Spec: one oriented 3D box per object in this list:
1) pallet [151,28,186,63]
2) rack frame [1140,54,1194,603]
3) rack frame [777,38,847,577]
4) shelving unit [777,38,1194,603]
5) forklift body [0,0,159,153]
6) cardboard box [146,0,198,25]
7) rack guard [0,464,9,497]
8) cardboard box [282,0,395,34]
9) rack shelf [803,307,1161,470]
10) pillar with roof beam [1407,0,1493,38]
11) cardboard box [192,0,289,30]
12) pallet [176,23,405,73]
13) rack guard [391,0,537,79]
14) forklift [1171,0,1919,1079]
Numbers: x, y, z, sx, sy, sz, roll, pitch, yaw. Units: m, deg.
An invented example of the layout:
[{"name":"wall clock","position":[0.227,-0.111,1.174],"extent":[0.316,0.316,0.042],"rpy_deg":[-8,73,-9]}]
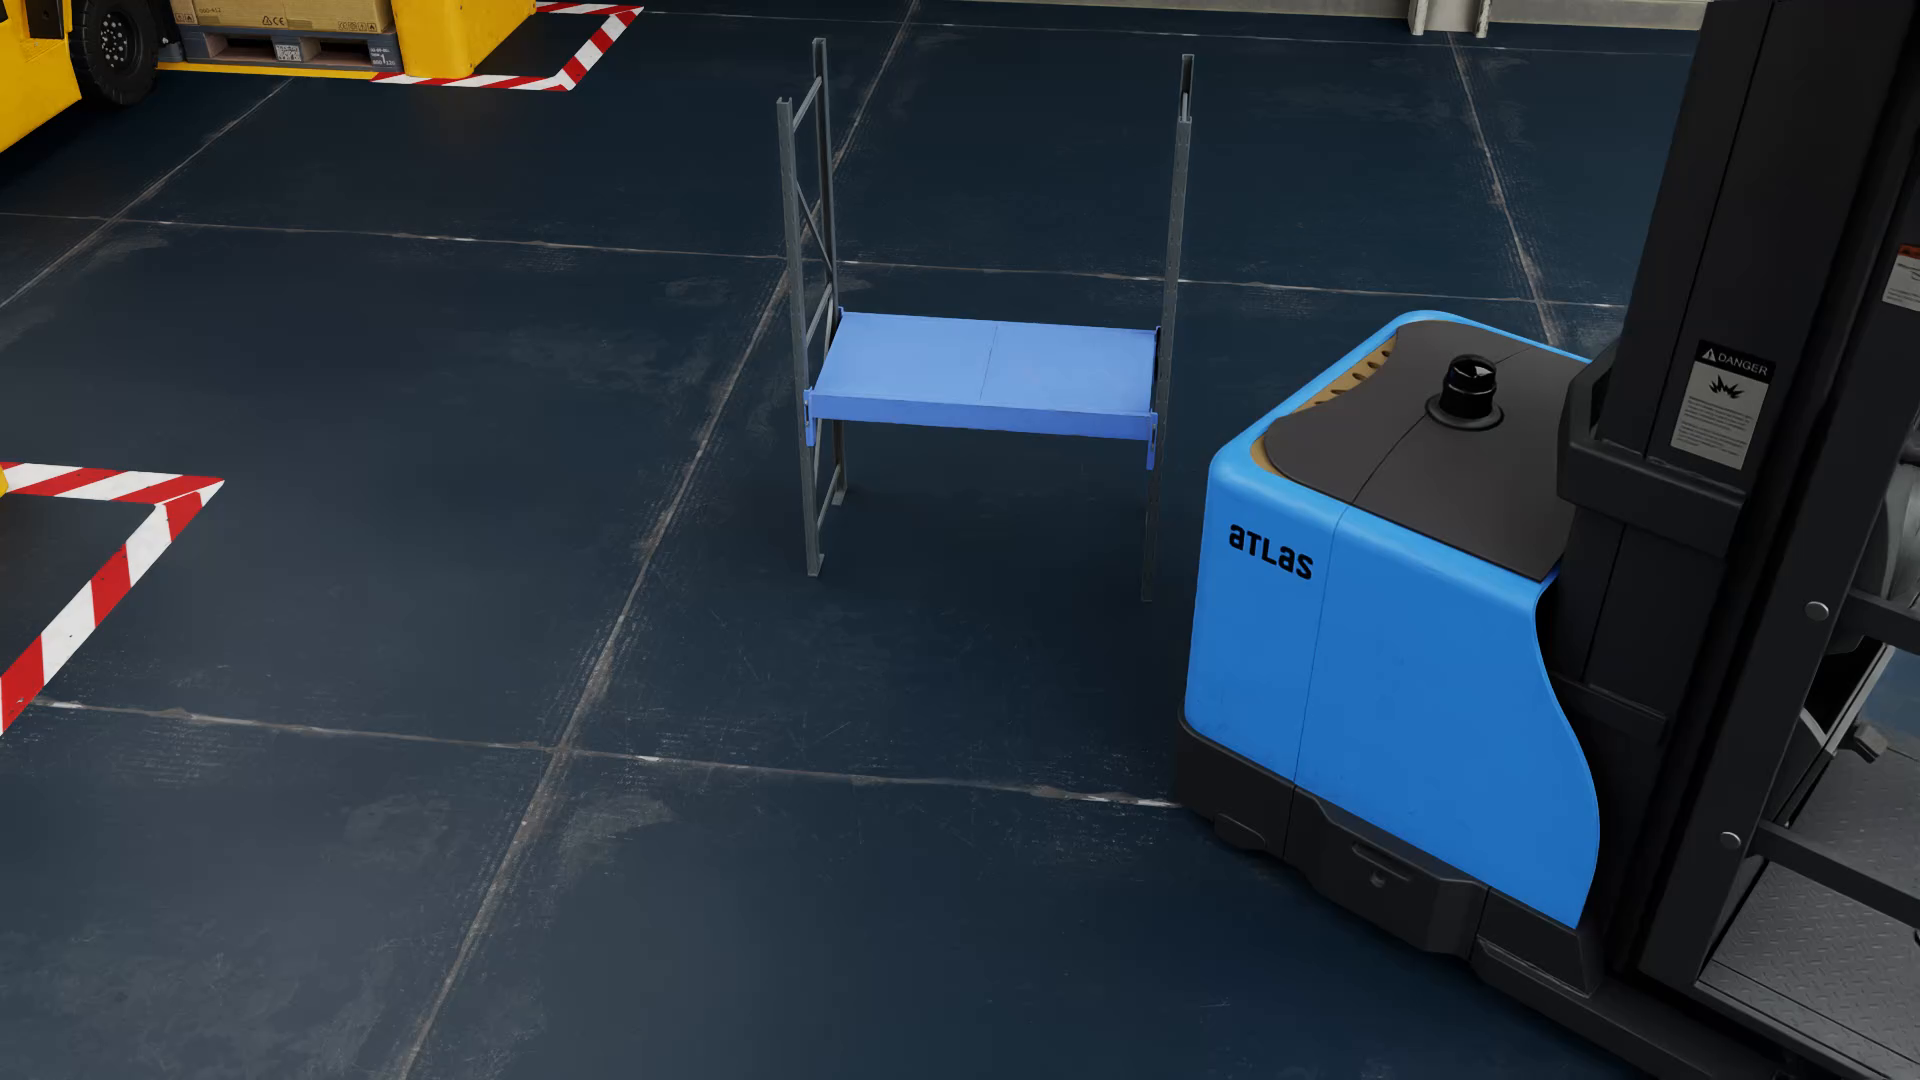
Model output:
[{"name":"pallet","position":[-4.644,-2.936,9.182],"extent":[1.213,0.211,1.003],"rpy_deg":[4,36,6]},{"name":"rack frame","position":[0.589,-0.567,4.753],"extent":[0.032,1.500,0.500],"rpy_deg":[4,36,6]},{"name":"rack frame","position":[-0.420,-0.642,4.858],"extent":[0.032,1.500,0.500],"rpy_deg":[4,36,6]},{"name":"shelving unit","position":[0.085,-0.604,4.805],"extent":[1.048,1.500,0.538],"rpy_deg":[4,36,6]},{"name":"forklift body","position":[-4.786,-2.690,7.168],"extent":[1.214,2.155,2.313],"rpy_deg":[4,36,6]},{"name":"cardboard box","position":[-4.167,-2.935,8.786],"extent":[0.500,0.250,0.500],"rpy_deg":[5,36,6]},{"name":"rack guard","position":[-3.377,-0.074,4.924],"extent":[0.348,0.500,1.175],"rpy_deg":[4,36,6]},{"name":"cardboard box","position":[-3.179,-2.851,8.668],"extent":[0.500,0.250,0.500],"rpy_deg":[5,36,6]},{"name":"rack shelf","position":[0.085,-0.458,4.910],"extent":[1.000,0.185,0.538],"rpy_deg":[4,36,6]},{"name":"pillar with roof beam","position":[2.154,-4.035,3.157],"extent":[0.400,9.000,9.100],"rpy_deg":[4,36,6]},{"name":"cardboard box","position":[-3.671,-2.893,8.727],"extent":[0.500,0.250,0.500],"rpy_deg":[4,36,6]},{"name":"pallet","position":[-3.437,-2.844,9.053],"extent":[1.213,0.211,1.003],"rpy_deg":[4,36,6]},{"name":"rack guard","position":[-2.649,-2.927,8.921],"extent":[0.348,0.500,1.175],"rpy_deg":[4,36,6]},{"name":"forklift","position":[1.989,-0.163,2.956],"extent":[3.031,2.935,1.130],"rpy_deg":[26,43,32]}]
